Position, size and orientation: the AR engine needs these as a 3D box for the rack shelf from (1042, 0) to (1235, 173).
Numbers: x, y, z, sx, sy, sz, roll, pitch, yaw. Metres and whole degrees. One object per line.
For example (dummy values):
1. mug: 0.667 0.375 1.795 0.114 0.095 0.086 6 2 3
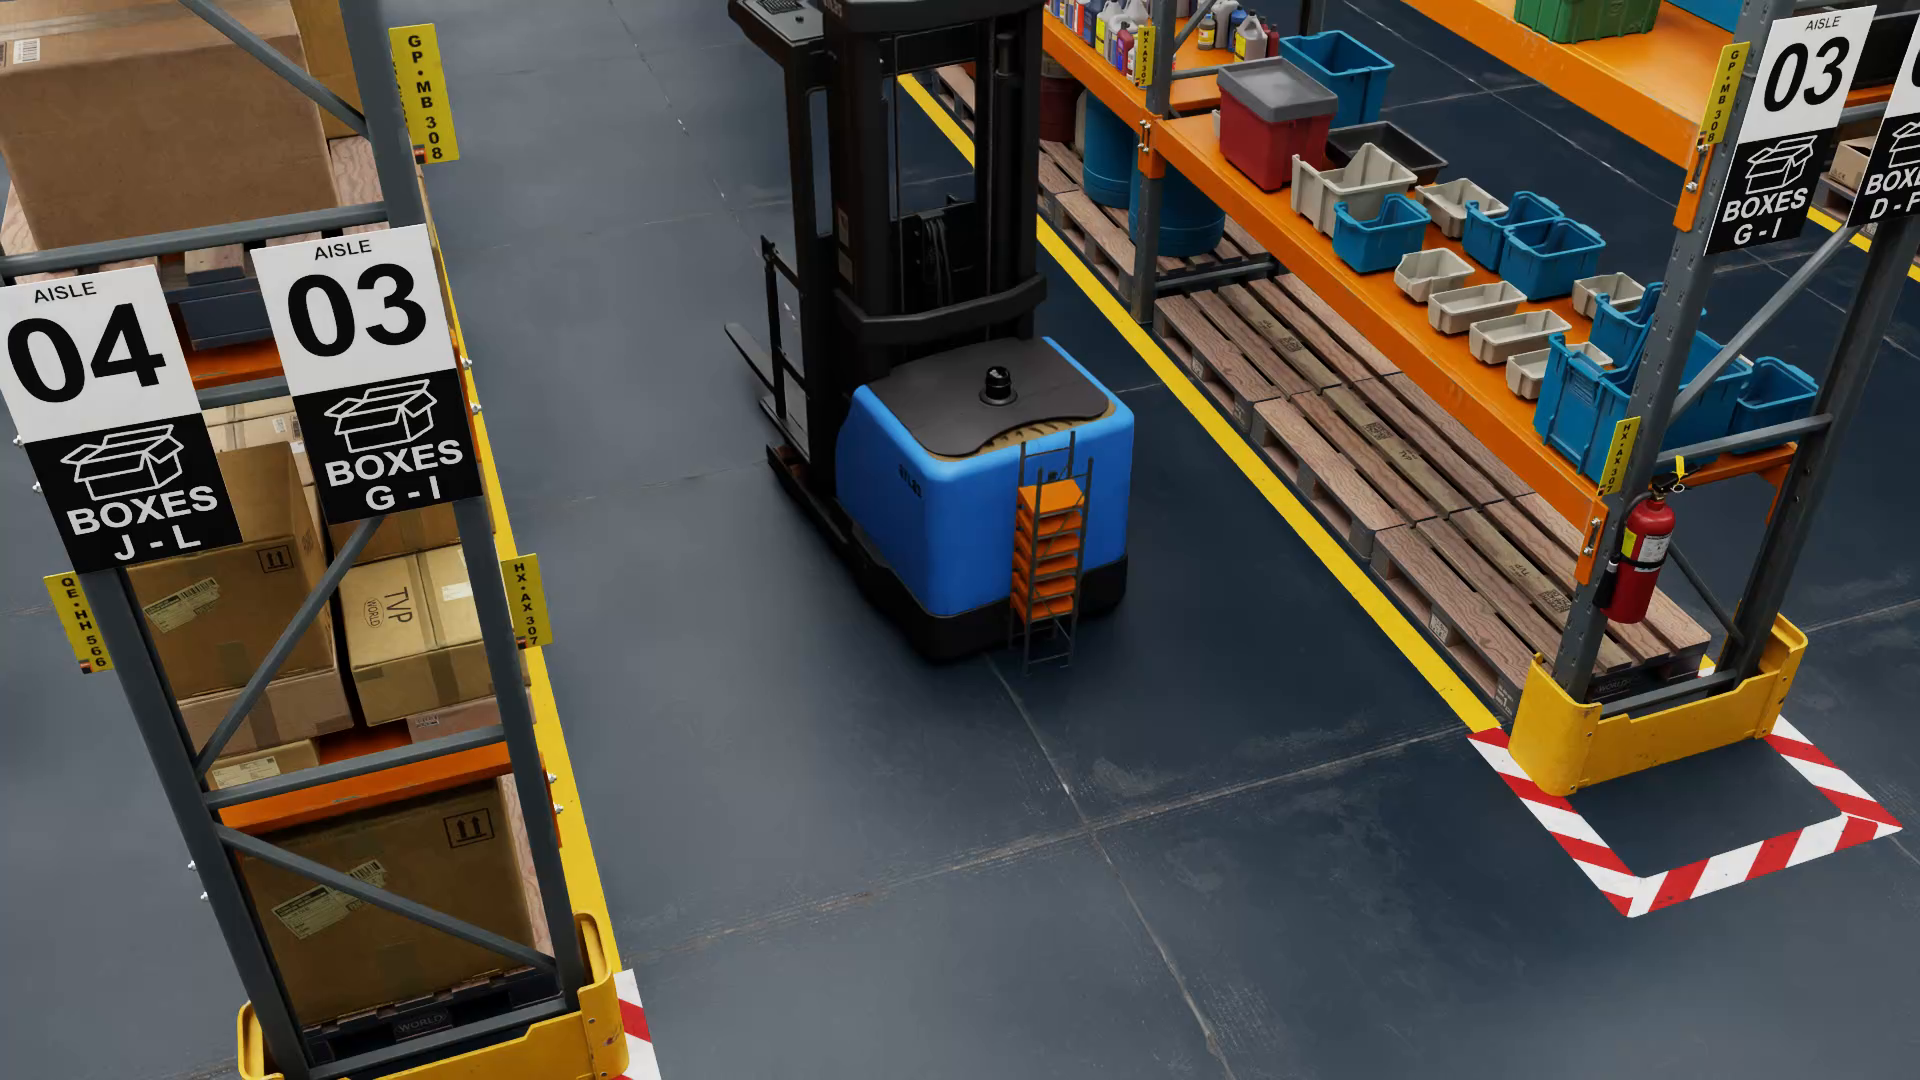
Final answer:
1. rack shelf: 0.830 -3.460 10.949 1.077 0.370 4.000 -12 39 -16

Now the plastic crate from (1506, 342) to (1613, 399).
1. plastic crate: 2.444 -0.700 6.856 0.396 0.136 0.243 -12 39 -16

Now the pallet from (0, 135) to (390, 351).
1. pallet: -2.021 -0.912 4.549 1.003 0.211 1.213 -12 39 -16

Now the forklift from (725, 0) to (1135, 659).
1. forklift: -0.351 -1.513 7.822 1.130 2.935 3.031 -17 40 -22

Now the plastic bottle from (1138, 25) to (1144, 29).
1. plastic bottle: 1.064 -2.937 9.821 0.097 0.201 0.097 0 37 0

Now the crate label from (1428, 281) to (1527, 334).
1. crate label: 2.239 -1.019 7.279 0.396 0.136 0.243 -12 39 -16

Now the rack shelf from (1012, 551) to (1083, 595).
1. rack shelf: 0.375 0.117 7.161 0.258 0.103 0.180 -12 44 -16

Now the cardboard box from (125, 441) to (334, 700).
1. cardboard box: -2.170 0.088 4.894 0.500 0.500 0.500 -12 39 -15

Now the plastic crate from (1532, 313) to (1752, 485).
1. plastic crate: 2.604 -0.547 6.404 0.616 0.435 0.499 -12 39 -16

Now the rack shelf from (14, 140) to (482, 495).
1. rack shelf: -2.444 -1.373 5.685 1.077 0.370 4.000 -12 39 -16

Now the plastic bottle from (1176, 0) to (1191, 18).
1. plastic bottle: 1.398 -3.432 10.416 0.152 0.276 0.135 -12 39 -16

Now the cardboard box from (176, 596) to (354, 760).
1. cardboard box: -2.171 0.389 5.117 0.500 0.250 0.500 -13 39 -17

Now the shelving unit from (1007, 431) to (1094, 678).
1. shelving unit: 0.377 0.083 7.132 0.258 1.200 0.189 -12 44 -16

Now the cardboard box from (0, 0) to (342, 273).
1. cardboard box: -1.985 -1.061 4.157 0.700 0.500 0.500 -15 39 -19

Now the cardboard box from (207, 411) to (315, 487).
1. cardboard box: -2.521 -0.185 5.879 0.500 0.250 0.500 -14 39 -17

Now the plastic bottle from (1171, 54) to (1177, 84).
1. plastic bottle: 1.190 -2.731 9.547 0.097 0.201 0.097 0 37 0

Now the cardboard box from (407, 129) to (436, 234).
1. cardboard box: -3.679 -1.773 9.528 1.225 0.875 0.875 -14 39 -18

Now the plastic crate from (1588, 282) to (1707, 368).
1. plastic crate: 2.893 -0.895 7.034 0.416 0.233 0.300 -12 39 -16

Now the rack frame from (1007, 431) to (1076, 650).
1. rack frame: 0.345 0.026 7.196 0.240 1.200 0.006 -12 44 -16

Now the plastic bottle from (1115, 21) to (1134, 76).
1. plastic bottle: 0.957 -2.848 9.635 0.061 0.283 0.133 -12 39 -16

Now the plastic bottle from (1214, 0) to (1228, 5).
1. plastic bottle: 1.577 -3.185 10.092 0.097 0.271 0.097 0 37 0

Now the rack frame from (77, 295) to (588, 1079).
1. rack frame: -1.755 0.667 4.871 1.000 3.000 0.127 -12 39 -16

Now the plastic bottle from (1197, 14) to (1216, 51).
1. plastic bottle: 1.480 -3.049 9.970 0.097 0.201 0.097 0 37 0

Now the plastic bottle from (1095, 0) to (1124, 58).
1. plastic bottle: 0.895 -3.050 9.847 0.144 0.351 0.185 -12 39 -16

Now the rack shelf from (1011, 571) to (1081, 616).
1. rack shelf: 0.372 0.206 7.241 0.258 0.103 0.180 -12 44 -16

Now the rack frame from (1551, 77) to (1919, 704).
1. rack frame: 2.895 -0.358 6.232 1.000 3.000 0.127 -12 39 -16

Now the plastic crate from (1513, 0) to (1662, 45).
1. plastic crate: 2.288 -1.970 6.055 0.450 0.188 0.336 -12 39 -16

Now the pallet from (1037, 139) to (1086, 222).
1. pallet: 0.869 -2.639 11.578 1.003 0.211 1.213 -12 39 -16

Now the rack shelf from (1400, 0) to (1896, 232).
1. rack shelf: 2.207 -2.399 7.046 1.077 0.370 4.000 -12 39 -16

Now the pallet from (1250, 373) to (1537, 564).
1. pallet: 2.232 -0.406 8.614 1.003 0.211 1.213 -12 39 -16

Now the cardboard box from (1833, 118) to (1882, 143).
1. cardboard box: 6.233 -3.142 11.641 0.500 0.500 0.500 -14 39 -18

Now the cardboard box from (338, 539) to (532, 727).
1. cardboard box: -1.667 0.281 5.261 0.500 0.250 0.500 -13 39 -17

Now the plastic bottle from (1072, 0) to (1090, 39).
1. plastic bottle: 0.780 -3.215 10.129 0.152 0.276 0.135 -12 39 -16

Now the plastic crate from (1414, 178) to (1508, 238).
1. plastic crate: 2.400 -1.615 8.070 0.293 0.136 0.466 -12 39 -16

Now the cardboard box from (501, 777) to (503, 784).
1. cardboard box: -2.364 0.489 6.524 0.875 0.875 0.875 -12 39 -16

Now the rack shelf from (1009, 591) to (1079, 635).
1. rack shelf: 0.368 0.296 7.320 0.258 0.103 0.180 -12 44 -16

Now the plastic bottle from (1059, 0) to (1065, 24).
1. plastic bottle: 0.668 -3.321 10.331 0.097 0.201 0.097 0 37 0

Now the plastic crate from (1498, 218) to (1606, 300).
1. plastic crate: 2.666 -1.267 7.528 0.416 0.233 0.300 -12 39 -16

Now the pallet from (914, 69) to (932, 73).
1. pallet: -0.088 -4.209 13.663 1.003 0.211 1.213 -12 39 -16

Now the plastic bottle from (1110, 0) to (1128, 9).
1. plastic bottle: 0.967 -3.184 10.025 0.144 0.351 0.185 -12 39 -16

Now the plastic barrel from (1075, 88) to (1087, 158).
1. plastic barrel: 0.993 -2.840 11.246 0.421 0.512 0.421 0 37 0

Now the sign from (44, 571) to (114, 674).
1. sign: -2.270 0.215 4.313 0.100 0.325 0.005 -12 39 -16

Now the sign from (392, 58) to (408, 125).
1. sign: -2.611 -2.086 7.740 0.100 0.325 0.005 -12 39 -16

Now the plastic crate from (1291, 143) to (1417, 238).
1. plastic crate: 1.871 -1.694 8.054 0.437 0.282 0.530 -12 39 -16

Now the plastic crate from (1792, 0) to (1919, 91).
1. plastic crate: 3.024 -1.779 5.735 0.497 0.269 0.590 -12 39 -16

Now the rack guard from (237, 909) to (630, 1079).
1. rack guard: -1.747 1.679 5.605 1.175 0.500 0.348 -12 39 -16

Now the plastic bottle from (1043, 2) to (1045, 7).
1. plastic bottle: 0.532 -3.547 10.562 0.061 0.283 0.133 -12 39 -16

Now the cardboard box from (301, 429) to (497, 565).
1. cardboard box: -1.839 -0.301 5.410 0.500 0.500 0.500 -13 39 -17

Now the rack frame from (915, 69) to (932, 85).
1. rack frame: 0.142 -4.878 12.232 1.000 3.000 0.127 -12 39 -16

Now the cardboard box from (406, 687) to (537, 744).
1. cardboard box: -1.568 0.499 5.304 0.380 0.149 0.250 -12 39 -15

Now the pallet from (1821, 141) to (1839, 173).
1. pallet: 5.855 -2.979 12.030 1.003 0.211 1.213 -12 39 -16

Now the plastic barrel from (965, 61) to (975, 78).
1. plastic barrel: 0.326 -3.906 12.397 0.600 0.830 0.708 -12 39 -16

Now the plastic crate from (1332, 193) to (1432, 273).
1. plastic crate: 1.948 -1.422 7.735 0.416 0.233 0.300 -12 39 -16

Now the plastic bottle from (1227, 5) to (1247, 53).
1. plastic bottle: 1.657 -3.054 9.918 0.097 0.271 0.097 0 37 0

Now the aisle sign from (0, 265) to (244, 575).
1. aisle sign: -2.012 -0.268 3.952 0.394 0.787 0.004 -12 39 -16

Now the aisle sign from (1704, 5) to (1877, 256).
1. aisle sign: 2.645 -1.295 5.316 0.394 0.787 0.004 -12 39 -16

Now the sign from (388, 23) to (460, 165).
1. sign: -1.232 -1.023 3.830 0.100 0.325 0.005 -12 39 -16
